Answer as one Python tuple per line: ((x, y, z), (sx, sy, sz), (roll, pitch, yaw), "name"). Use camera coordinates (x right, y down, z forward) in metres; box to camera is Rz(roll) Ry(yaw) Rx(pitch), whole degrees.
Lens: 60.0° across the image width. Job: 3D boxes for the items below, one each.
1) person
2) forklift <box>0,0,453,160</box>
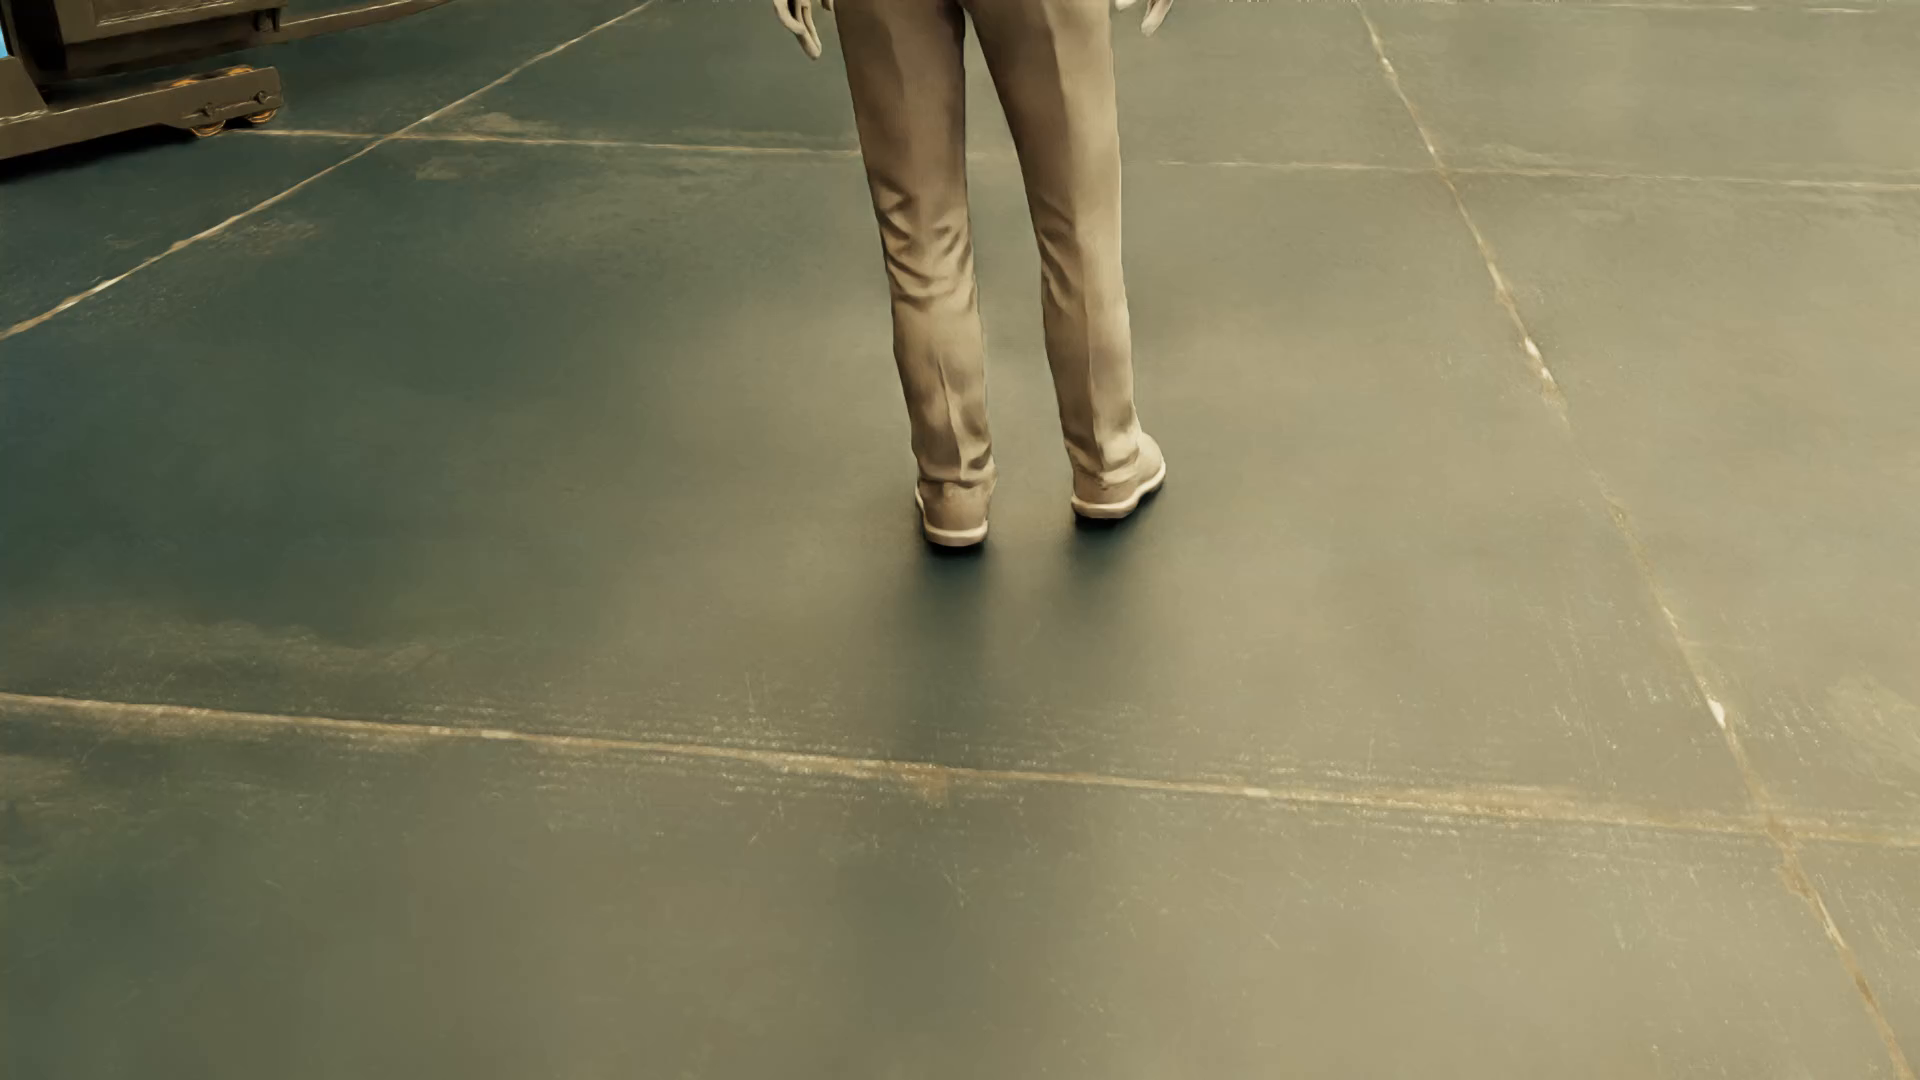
((0.016, -0.794, 2.178), (0.586, 1.695, 0.532), (3, 27, 7), "person")
((-2.713, -2.571, 4.372), (1.130, 2.935, 3.031), (13, 29, 24), "forklift")
